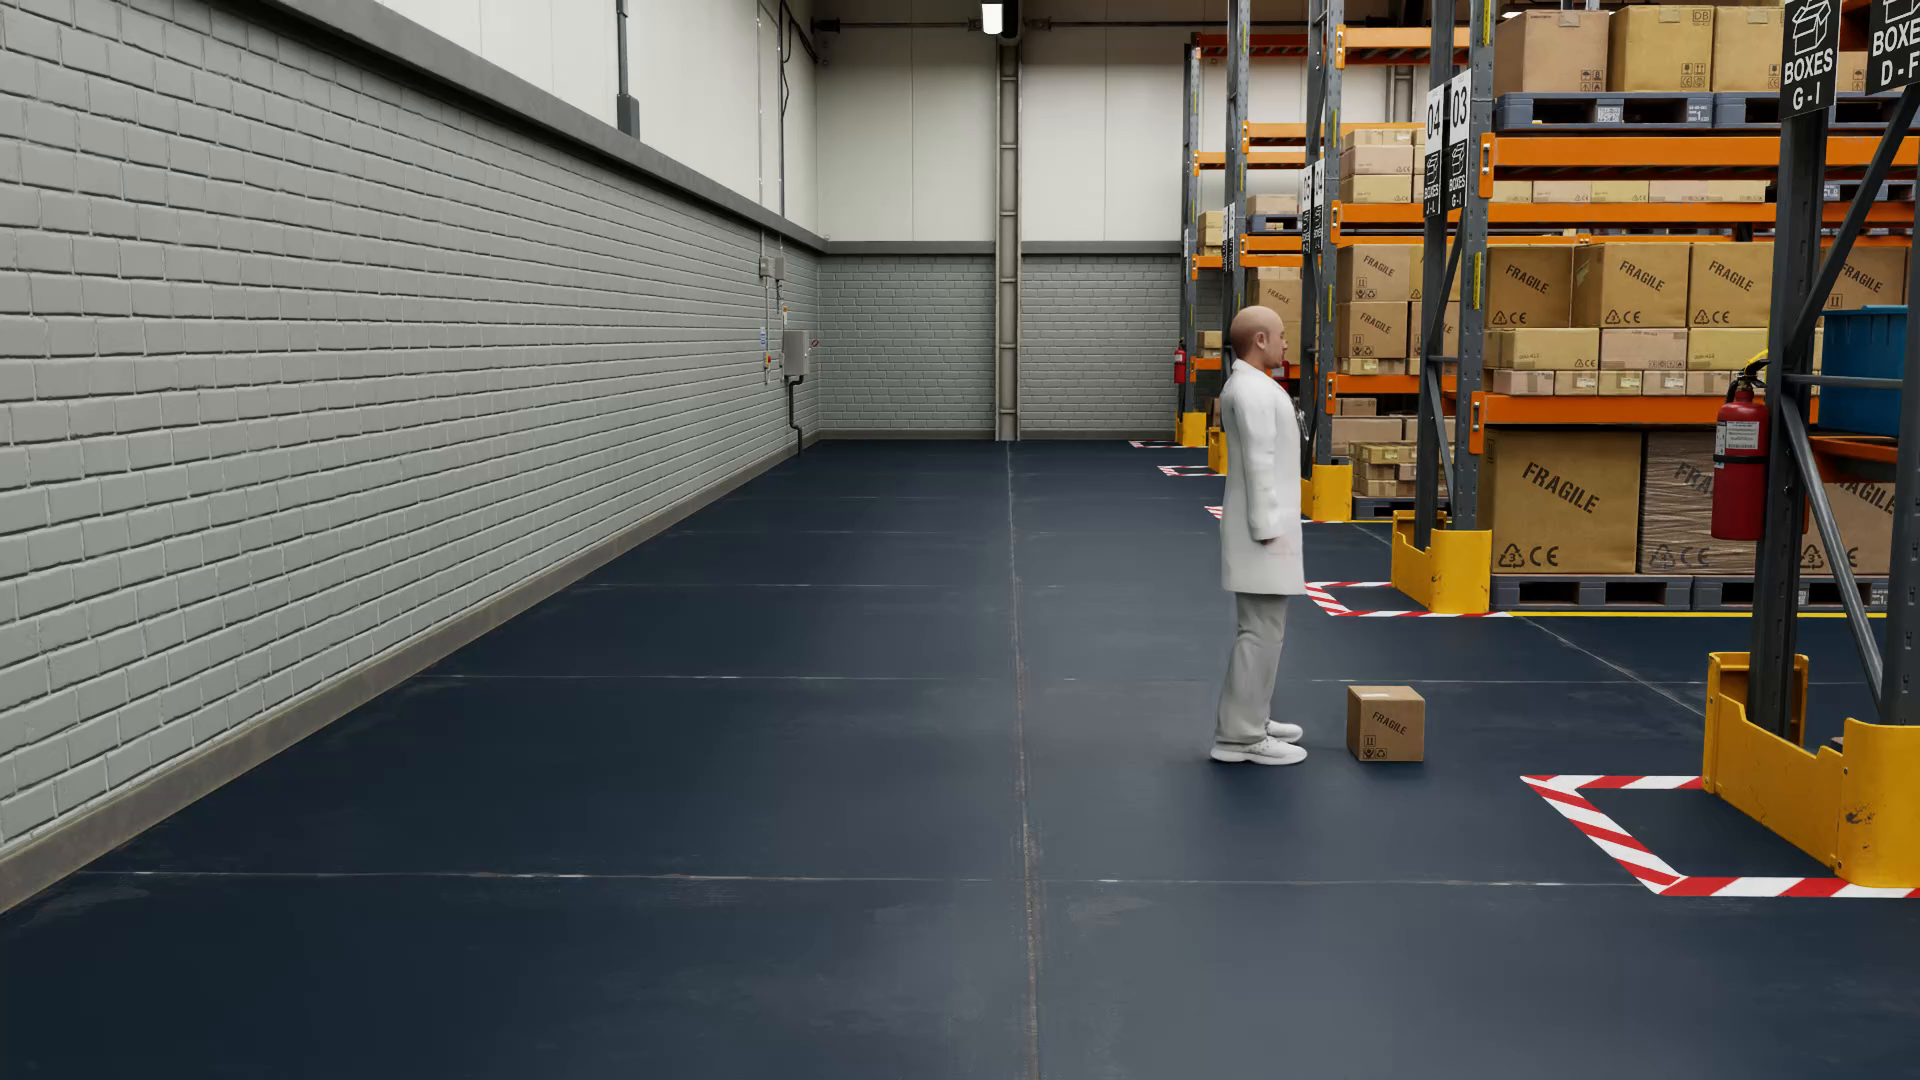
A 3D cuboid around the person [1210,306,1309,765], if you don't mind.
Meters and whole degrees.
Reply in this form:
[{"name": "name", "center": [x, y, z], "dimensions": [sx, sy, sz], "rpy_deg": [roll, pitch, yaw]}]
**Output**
[{"name": "person", "center": [1.192, -0.027, 6.569], "dimensions": [0.407, 1.779, 0.562], "rpy_deg": [0, 7, 3]}]
